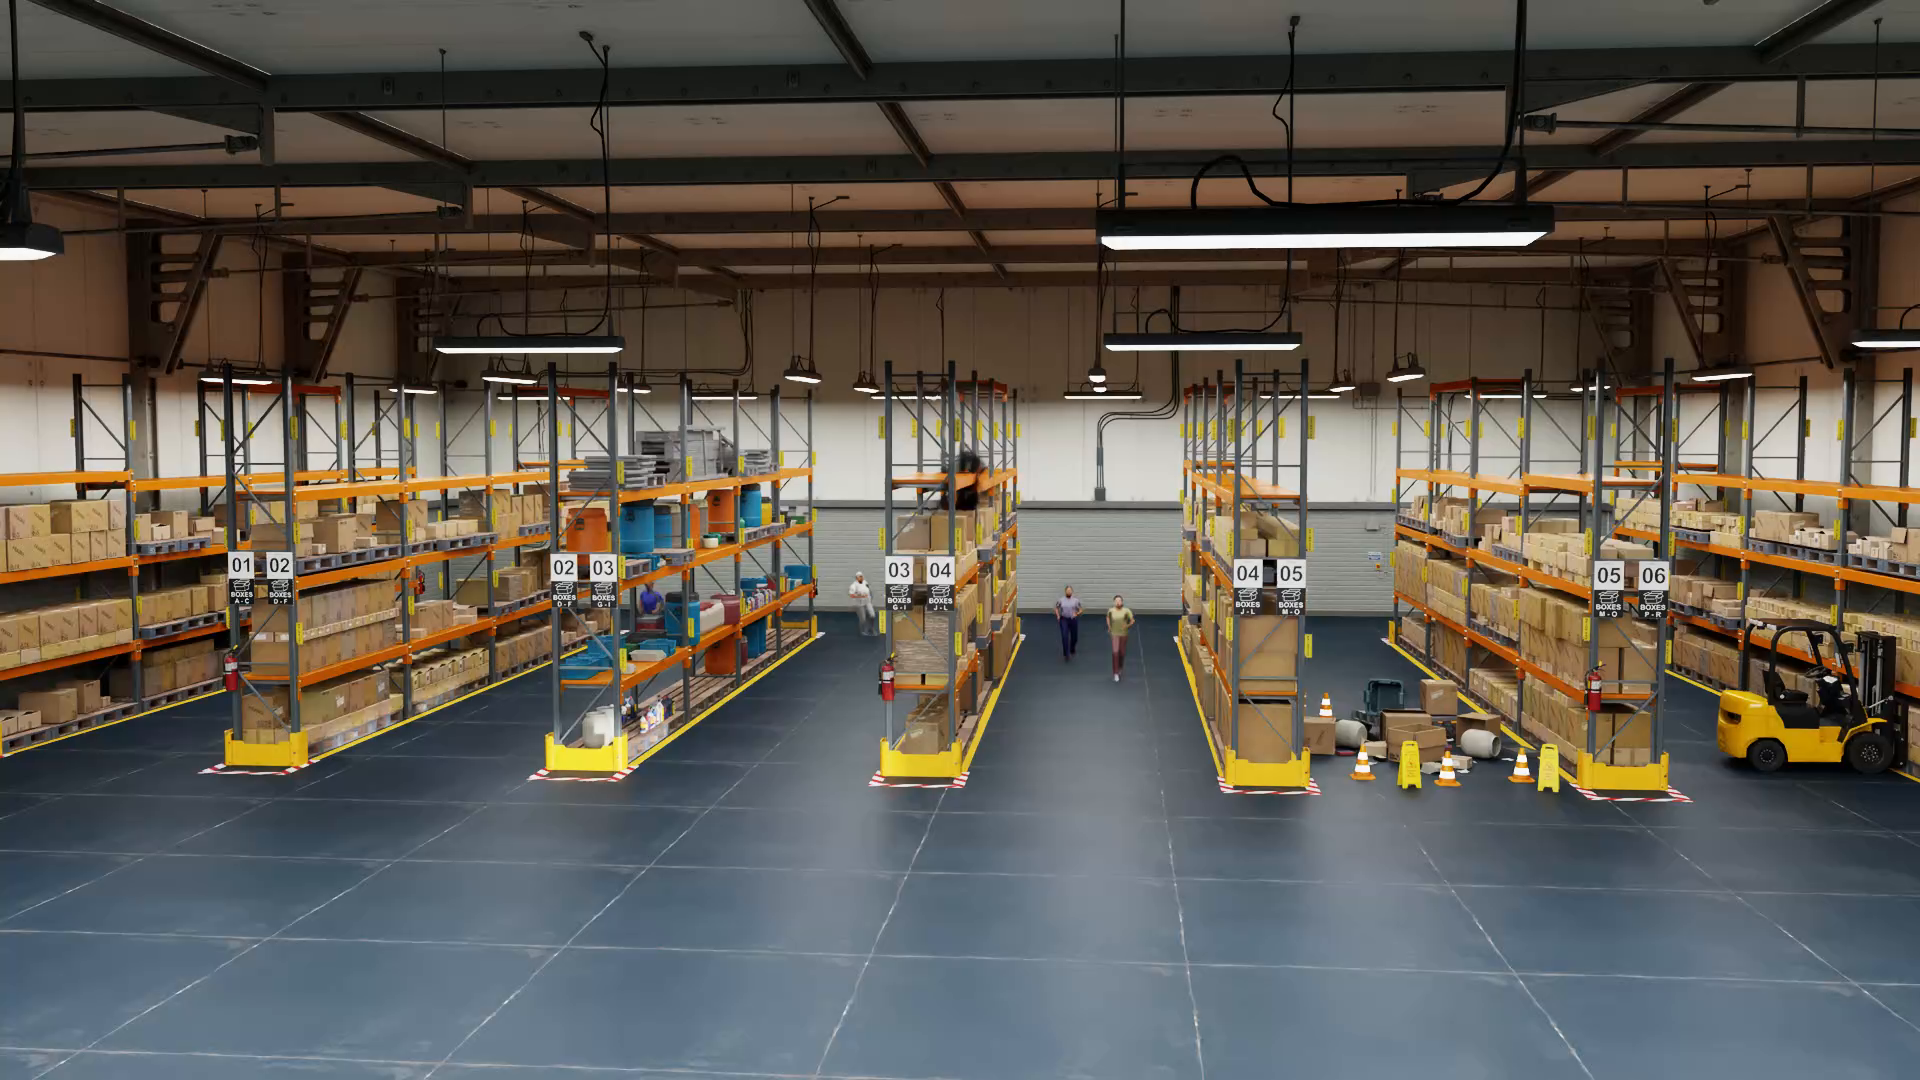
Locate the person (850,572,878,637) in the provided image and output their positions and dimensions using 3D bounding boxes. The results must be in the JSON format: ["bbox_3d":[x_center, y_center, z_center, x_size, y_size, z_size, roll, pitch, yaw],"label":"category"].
[{"bbox_3d":[-2.349,1.549,40.188,0.681,1.591,0.665,-2,4,-24],"label":"person"}]

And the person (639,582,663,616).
[{"bbox_3d":[-6.944,1.735,37.411,0.599,1.649,0.915,0,4,6],"label":"person"}]

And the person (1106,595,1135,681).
[{"bbox_3d":[3.237,1.959,33.570,0.568,1.713,0.819,0,4,5],"label":"person"}]

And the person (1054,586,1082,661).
[{"bbox_3d":[2.369,1.806,36.417,0.617,1.604,0.748,0,4,1],"label":"person"}]
